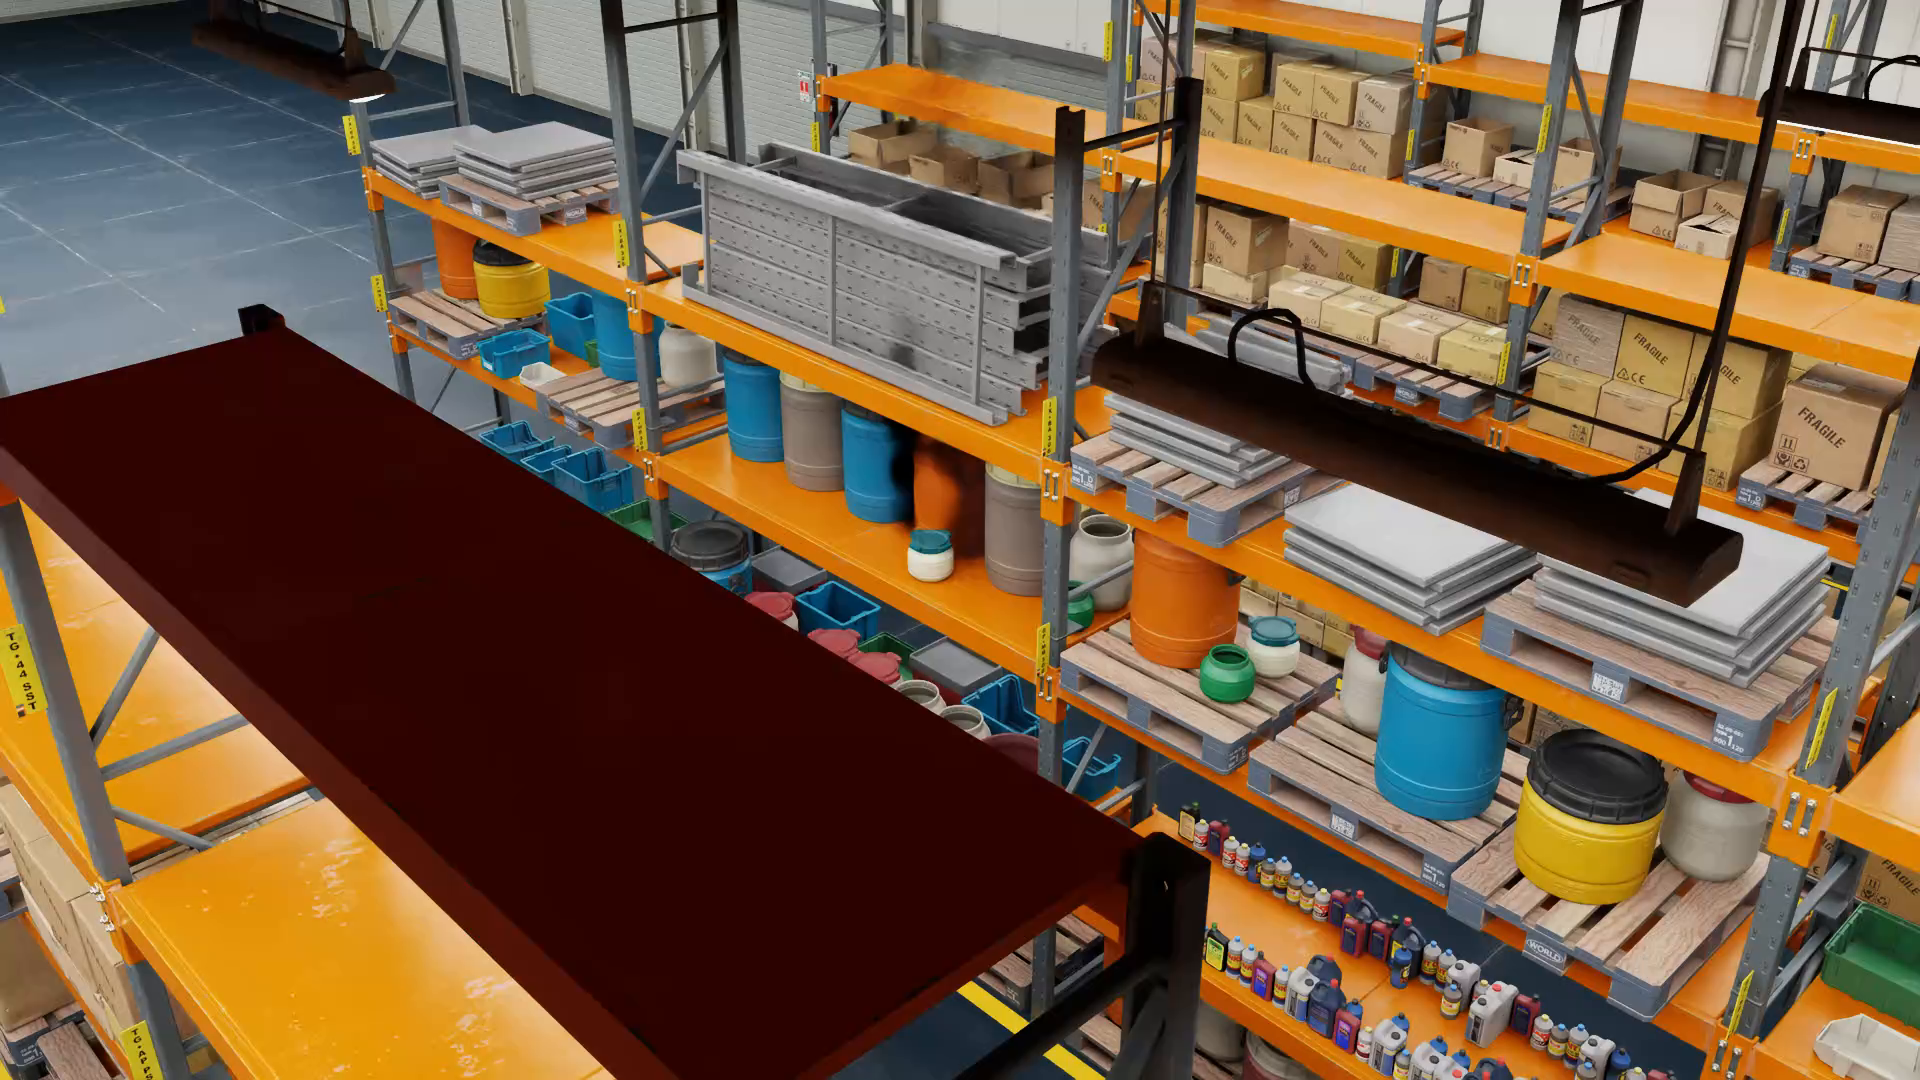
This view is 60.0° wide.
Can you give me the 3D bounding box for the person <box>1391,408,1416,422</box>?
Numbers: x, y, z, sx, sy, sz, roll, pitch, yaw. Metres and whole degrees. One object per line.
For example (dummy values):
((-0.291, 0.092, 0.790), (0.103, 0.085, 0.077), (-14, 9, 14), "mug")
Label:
((4.232, -0.625, 16.163), (0.930, 1.669, 0.617), (22, 35, 35), "person")
